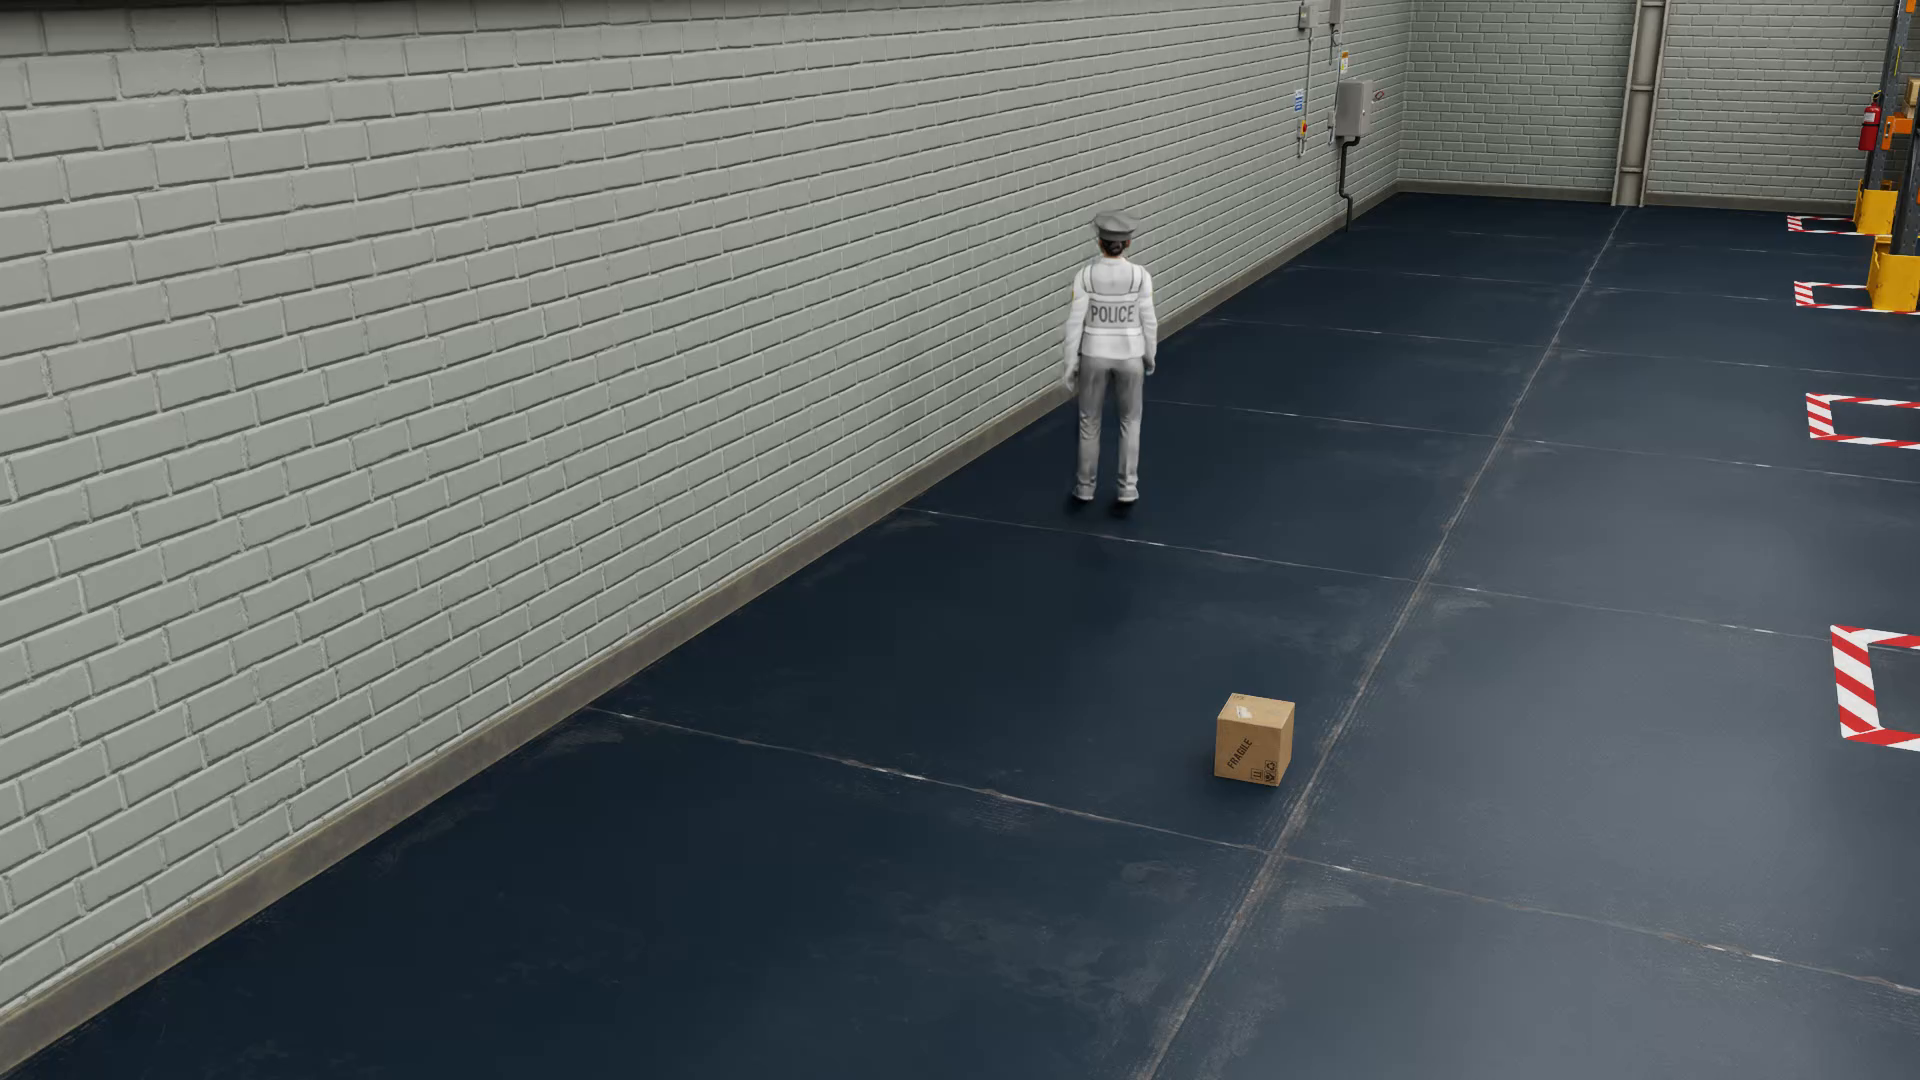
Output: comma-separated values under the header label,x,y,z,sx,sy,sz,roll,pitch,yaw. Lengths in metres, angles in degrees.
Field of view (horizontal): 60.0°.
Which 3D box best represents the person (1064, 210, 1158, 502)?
label,x,y,z,sx,sy,sz,roll,pitch,yaw
person,0.852,-1.012,9.422,0.520,1.696,0.448,2,19,5
